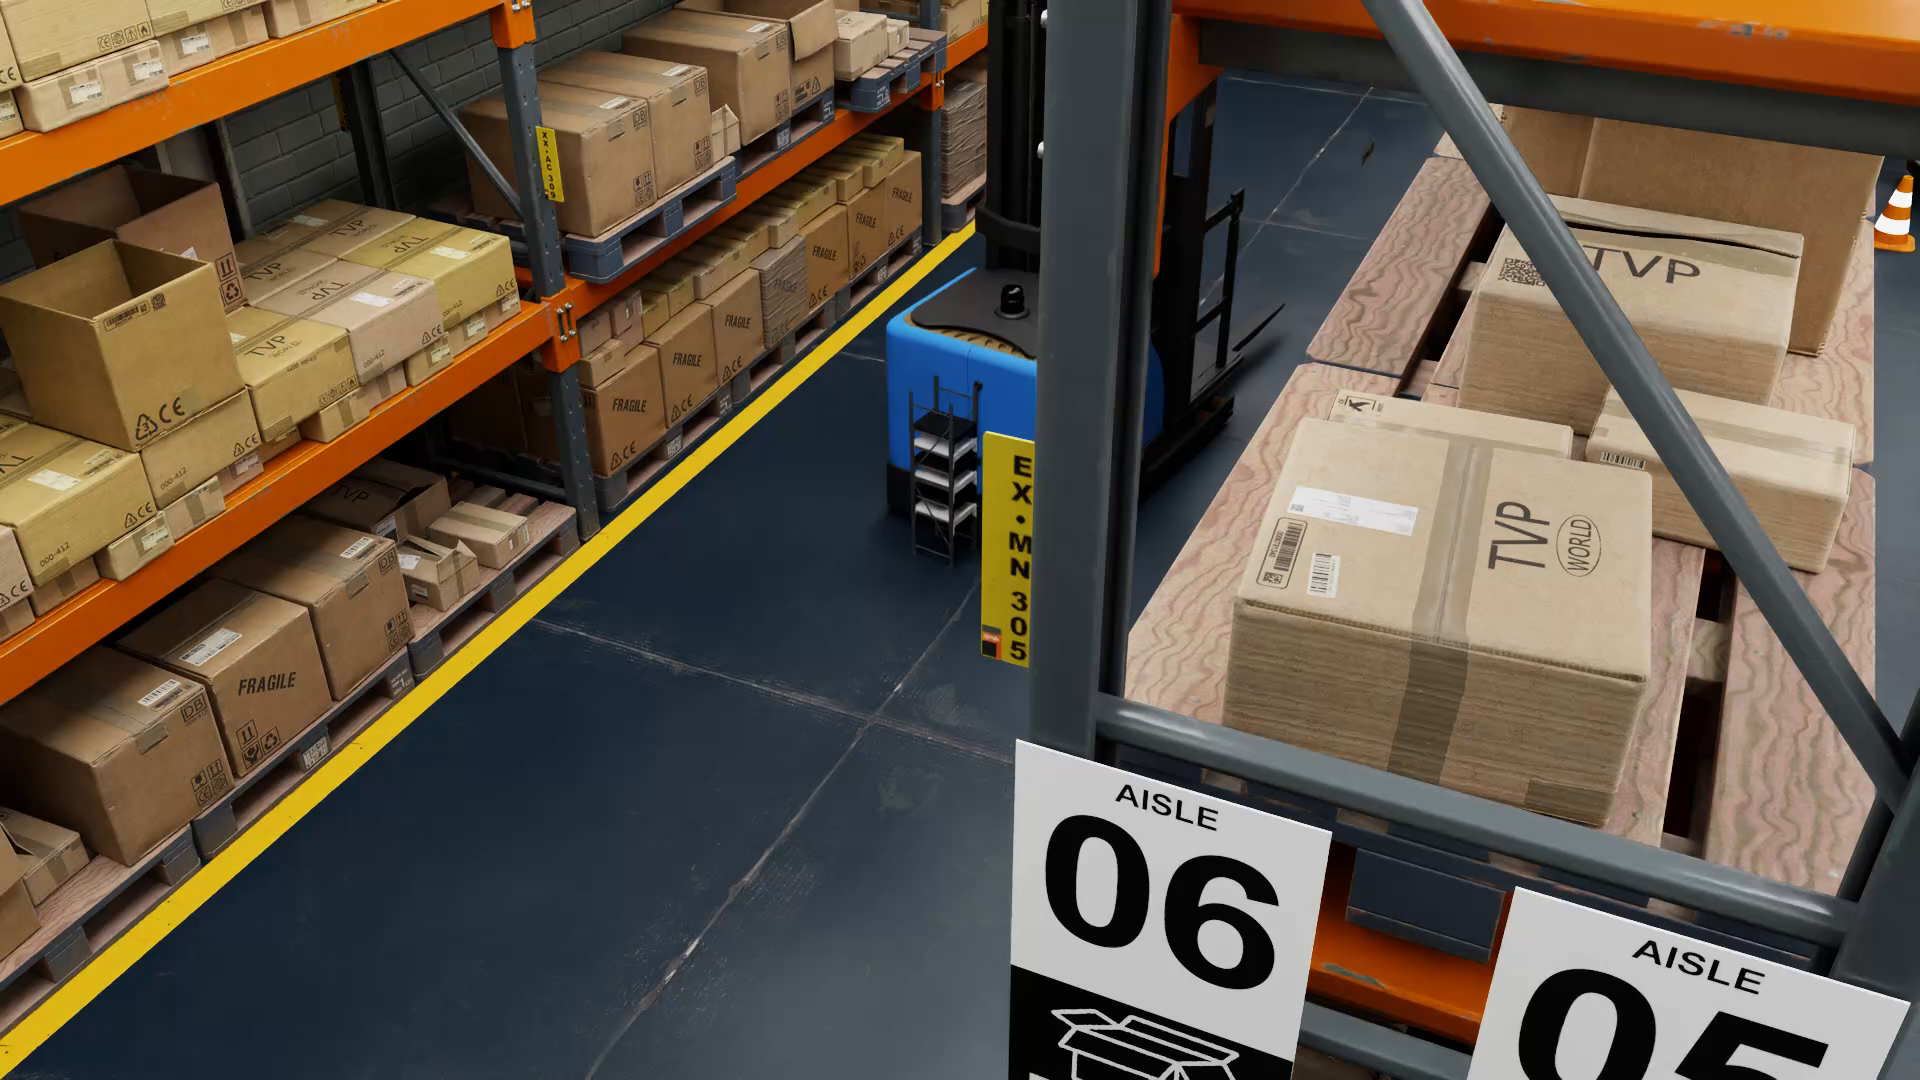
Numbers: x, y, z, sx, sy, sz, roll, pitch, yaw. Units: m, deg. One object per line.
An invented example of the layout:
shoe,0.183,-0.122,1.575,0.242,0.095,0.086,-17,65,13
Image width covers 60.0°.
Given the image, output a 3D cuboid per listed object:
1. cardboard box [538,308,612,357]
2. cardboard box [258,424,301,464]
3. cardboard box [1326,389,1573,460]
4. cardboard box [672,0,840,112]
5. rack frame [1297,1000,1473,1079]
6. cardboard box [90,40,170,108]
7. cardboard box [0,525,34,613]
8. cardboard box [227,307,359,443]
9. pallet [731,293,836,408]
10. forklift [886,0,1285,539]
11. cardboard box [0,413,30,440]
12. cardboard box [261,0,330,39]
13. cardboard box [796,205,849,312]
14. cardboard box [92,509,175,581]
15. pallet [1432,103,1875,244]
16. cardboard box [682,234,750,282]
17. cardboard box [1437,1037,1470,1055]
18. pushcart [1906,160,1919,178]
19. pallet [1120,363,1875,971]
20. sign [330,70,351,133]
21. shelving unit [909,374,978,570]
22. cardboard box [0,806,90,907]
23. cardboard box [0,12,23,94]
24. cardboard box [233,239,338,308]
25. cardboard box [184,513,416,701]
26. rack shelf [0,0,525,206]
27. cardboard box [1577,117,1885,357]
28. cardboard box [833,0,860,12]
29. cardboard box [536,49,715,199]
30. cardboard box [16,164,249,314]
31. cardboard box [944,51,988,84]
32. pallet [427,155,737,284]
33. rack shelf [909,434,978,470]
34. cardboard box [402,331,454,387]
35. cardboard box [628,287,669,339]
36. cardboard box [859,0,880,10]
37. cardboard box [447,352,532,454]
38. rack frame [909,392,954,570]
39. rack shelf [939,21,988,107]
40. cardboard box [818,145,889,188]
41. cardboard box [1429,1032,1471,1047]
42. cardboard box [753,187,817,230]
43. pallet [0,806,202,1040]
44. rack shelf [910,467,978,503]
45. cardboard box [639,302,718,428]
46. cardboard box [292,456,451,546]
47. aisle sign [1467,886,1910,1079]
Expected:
cardboard box,-1.940,-1.043,8.139,0.380,0.149,0.250,14,36,20
cardboard box,-2.781,-0.433,6.404,0.380,0.149,0.250,15,36,21
cardboard box,0.769,-0.095,2.679,0.380,0.149,0.250,11,35,17
cardboard box,-1.118,-2.741,9.218,0.797,0.503,0.637,13,36,19
rack frame,0.560,1.744,2.855,1.000,3.000,0.127,14,36,20
cardboard box,-2.776,-1.514,5.318,0.380,0.149,0.250,15,36,21
cardboard box,-3.304,0.130,5.182,0.500,0.250,0.500,15,36,21
cardboard box,-2.685,-0.639,6.355,0.500,0.250,0.500,14,36,20
pallet,-1.461,-1.243,9.953,1.003,0.211,1.213,14,36,20
forklift,0.859,-1.894,8.465,1.130,2.935,3.031,20,38,27
cardboard box,-3.570,-0.247,5.757,0.500,0.250,0.500,15,36,22
cardboard box,-2.491,-1.914,5.927,0.380,0.149,0.250,14,36,20
cardboard box,-1.020,-1.740,10.065,0.500,0.500,0.500,16,36,23
cardboard box,-2.979,-0.019,5.773,0.380,0.149,0.250,13,35,19
pallet,1.882,-1.061,4.478,1.003,0.211,1.213,14,36,20
cardboard box,-1.395,-1.569,9.213,0.380,0.149,0.250,15,36,22
cardboard box,1.020,1.110,2.819,0.500,0.500,0.500,13,36,19
pushcart,7.673,-2.638,11.929,1.648,0.377,0.936,3,33,4
pallet,0.861,0.154,2.624,1.003,0.211,1.213,14,36,20
sign,-2.782,-1.995,7.501,0.100,0.325,0.005,14,36,20
shelving unit,-0.077,-0.317,7.912,0.258,0.900,0.210,20,38,27
cardboard box,-3.395,1.138,5.996,0.380,0.149,0.250,13,35,19
cardboard box,-3.096,-1.378,4.745,0.500,0.250,0.500,13,35,19
cardboard box,-2.932,-1.011,6.922,0.500,0.250,0.500,14,36,20
cardboard box,-2.780,0.260,7.015,0.700,0.500,0.500,13,35,19
rack shelf,-3.113,-1.343,5.483,1.077,0.370,4.000,14,36,20
cardboard box,1.540,-0.740,3.342,0.500,0.500,0.500,15,36,21
cardboard box,-0.960,-3.375,10.187,0.500,0.500,0.500,16,36,23
cardboard box,-1.654,-2.050,8.167,0.700,0.500,0.500,15,36,21
cardboard box,-3.141,-1.080,6.343,0.500,0.500,0.500,13,35,19
cardboard box,-0.063,-3.195,12.170,0.875,0.625,0.625,15,36,22
pallet,-1.843,-1.678,8.249,1.003,0.211,1.213,14,36,20
rack shelf,-0.077,-0.439,7.832,0.258,0.077,0.200,20,38,27
cardboard box,-2.356,-0.794,6.955,0.380,0.149,0.250,15,36,22
cardboard box,-1.742,-1.191,8.636,0.380,0.149,0.250,12,35,18
cardboard box,-0.647,-3.597,11.138,0.500,0.250,0.500,13,36,19
cardboard box,-2.339,-0.828,8.674,0.500,0.500,0.500,14,36,20
rack frame,-0.133,-0.270,7.841,0.240,0.900,0.006,20,38,27
rack shelf,0.234,-4.073,12.382,1.077,0.370,4.000,14,36,20
cardboard box,-0.665,-2.332,10.376,0.380,0.149,0.250,12,35,18
cardboard box,1.005,0.752,2.773,0.380,0.149,0.250,15,36,22
cardboard box,-1.071,-1.966,9.817,0.380,0.149,0.250,14,36,20
pallet,-3.585,1.338,6.018,1.003,0.211,1.213,14,36,20
rack shelf,-0.077,-0.289,7.930,0.258,0.077,0.200,20,38,27
cardboard box,-1.656,-0.973,8.894,0.500,0.500,0.500,14,36,20
cardboard box,-2.767,-0.162,7.830,0.500,0.311,0.500,15,36,22
aisle sign,0.793,0.759,1.986,0.394,0.787,0.004,14,36,20
